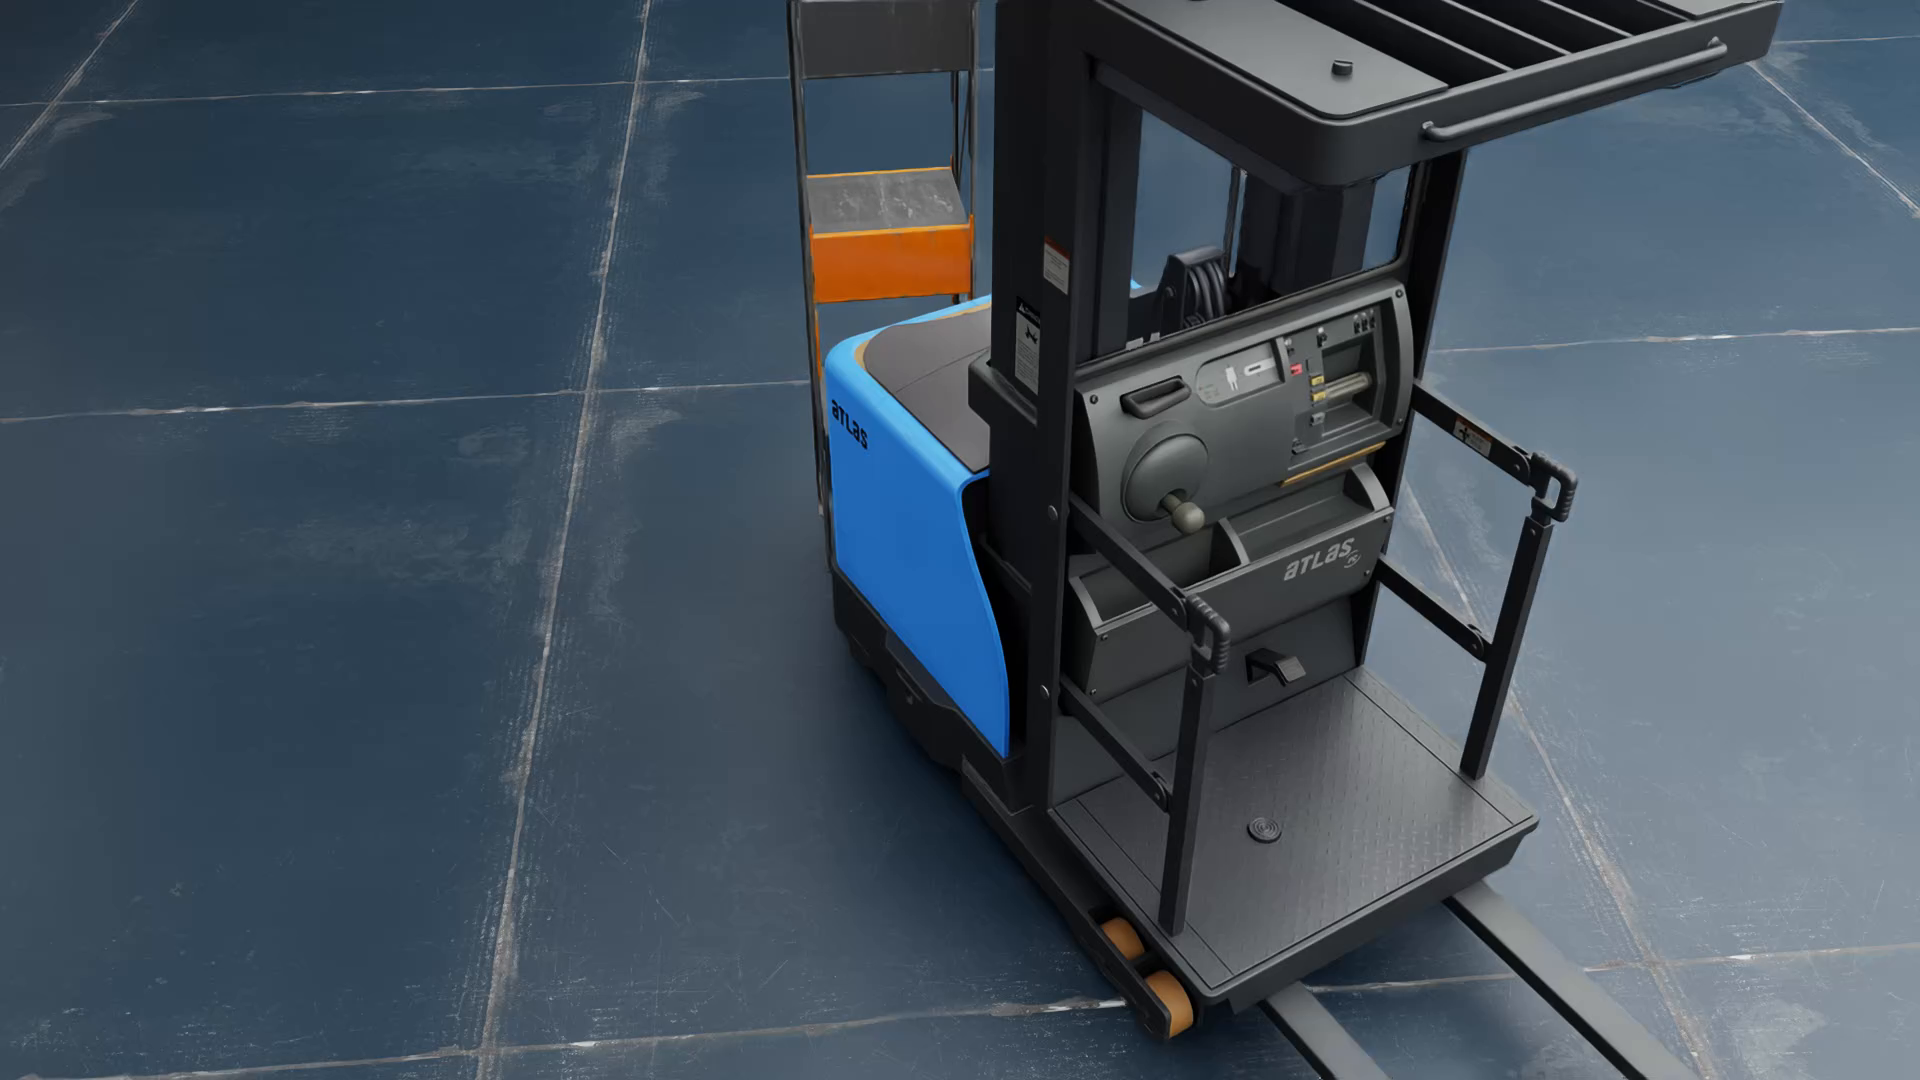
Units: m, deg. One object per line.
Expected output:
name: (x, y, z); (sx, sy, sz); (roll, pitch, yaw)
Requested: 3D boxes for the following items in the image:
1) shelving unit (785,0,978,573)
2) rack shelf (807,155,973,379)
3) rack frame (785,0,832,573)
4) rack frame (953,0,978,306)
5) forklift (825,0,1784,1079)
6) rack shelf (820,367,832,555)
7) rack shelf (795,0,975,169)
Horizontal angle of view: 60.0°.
shelving unit: (-0.228, -0.859, 5.143); (0.503, 2.100, 0.431); (-5, 39, -6)
rack shelf: (-0.228, -0.848, 5.152); (0.480, 0.518, 0.431); (-5, 39, -6)
rack frame: (-0.469, -0.837, 5.116); (0.015, 2.100, 0.400); (-5, 39, -6)
rack frame: (0.014, -0.880, 5.171); (0.015, 2.100, 0.400); (-5, 39, -6)
forklift: (0.790, -0.237, 3.684); (1.130, 2.935, 3.031); (-20, 43, -24)
rack shelf: (-0.228, -0.299, 5.585); (0.480, 0.518, 0.431); (-5, 39, -6)
rack shelf: (-0.228, -1.398, 4.718); (0.480, 0.518, 0.431); (-5, 39, -6)
